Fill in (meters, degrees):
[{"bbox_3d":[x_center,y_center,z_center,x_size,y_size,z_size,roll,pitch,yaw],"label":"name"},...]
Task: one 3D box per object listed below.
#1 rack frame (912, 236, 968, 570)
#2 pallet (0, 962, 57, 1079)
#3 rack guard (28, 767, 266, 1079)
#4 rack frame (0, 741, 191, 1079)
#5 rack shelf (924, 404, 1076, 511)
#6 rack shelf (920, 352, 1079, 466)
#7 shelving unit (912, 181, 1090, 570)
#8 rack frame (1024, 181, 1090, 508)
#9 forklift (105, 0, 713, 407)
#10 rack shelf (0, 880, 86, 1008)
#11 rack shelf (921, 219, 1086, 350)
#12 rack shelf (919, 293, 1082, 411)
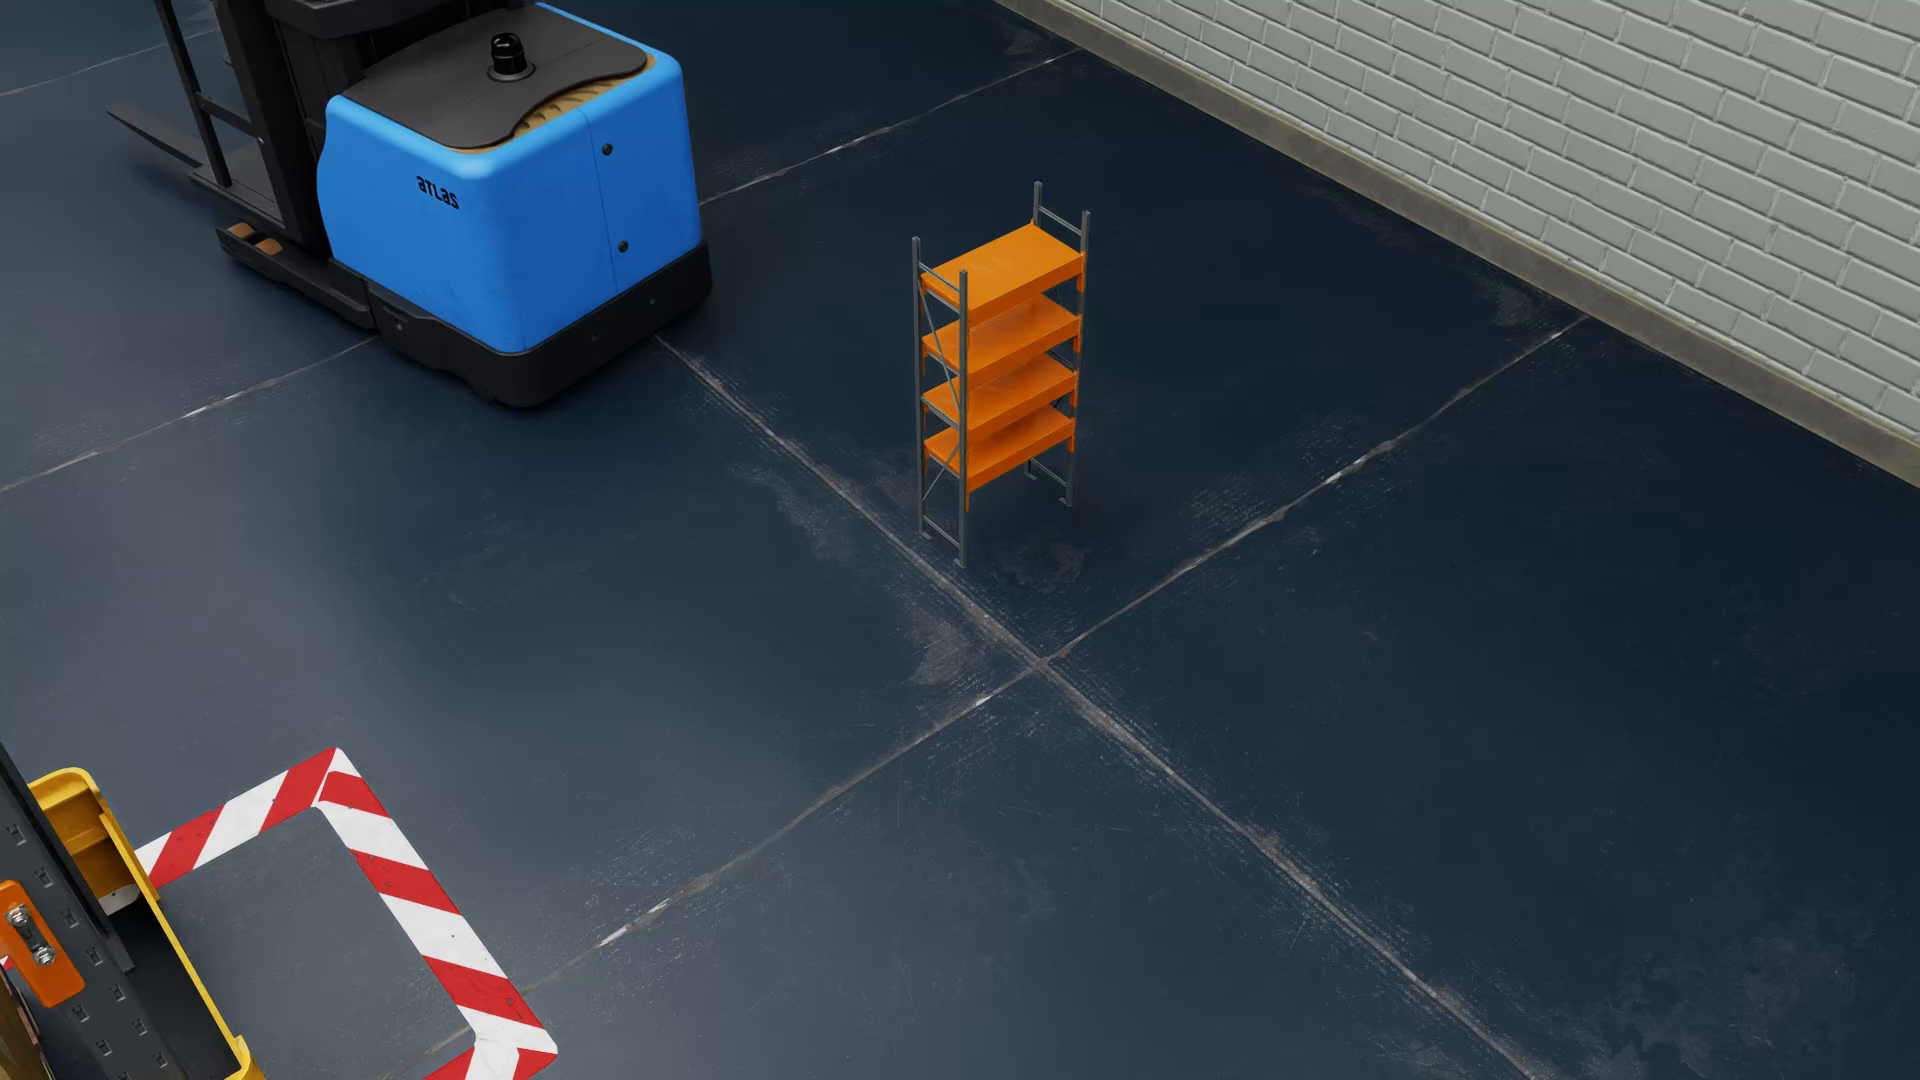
[{"bbox_3d":[-0.060,-0.403,5.303,0.015,1.200,0.240,-30,51,-28],"label":"rack frame"},{"bbox_3d":[-2.667,1.654,3.835,1.213,0.211,1.003,-30,51,-28],"label":"pallet"},{"bbox_3d":[-2.085,1.145,4.165,0.348,0.500,1.175,-30,51,-28],"label":"rack guard"},{"bbox_3d":[-2.104,0.245,3.298,0.127,3.000,1.000,-30,51,-28],"label":"rack frame"},{"bbox_3d":[0.127,-0.316,5.599,0.480,0.148,0.258,-30,51,-28],"label":"rack shelf"},{"bbox_3d":[0.127,-0.461,5.463,0.480,0.148,0.258,-30,51,-28],"label":"rack shelf"},{"bbox_3d":[0.127,-0.510,5.417,0.503,1.200,0.258,-30,51,-28],"label":"shelving unit"},{"bbox_3d":[0.314,-0.617,5.531,0.015,1.200,0.240,-30,51,-28],"label":"rack frame"},{"bbox_3d":[-2.471,-2.403,6.167,3.031,2.935,1.130,28,50,27],"label":"forklift"},{"bbox_3d":[-3.638,1.385,2.609,4.000,0.370,1.077,-30,51,-28],"label":"rack shelf"},{"bbox_3d":[0.127,-0.796,5.148,0.480,0.148,0.258,-30,51,-28],"label":"rack shelf"},{"bbox_3d":[0.127,-0.624,5.310,0.480,0.148,0.258,-30,51,-28],"label":"rack shelf"}]
